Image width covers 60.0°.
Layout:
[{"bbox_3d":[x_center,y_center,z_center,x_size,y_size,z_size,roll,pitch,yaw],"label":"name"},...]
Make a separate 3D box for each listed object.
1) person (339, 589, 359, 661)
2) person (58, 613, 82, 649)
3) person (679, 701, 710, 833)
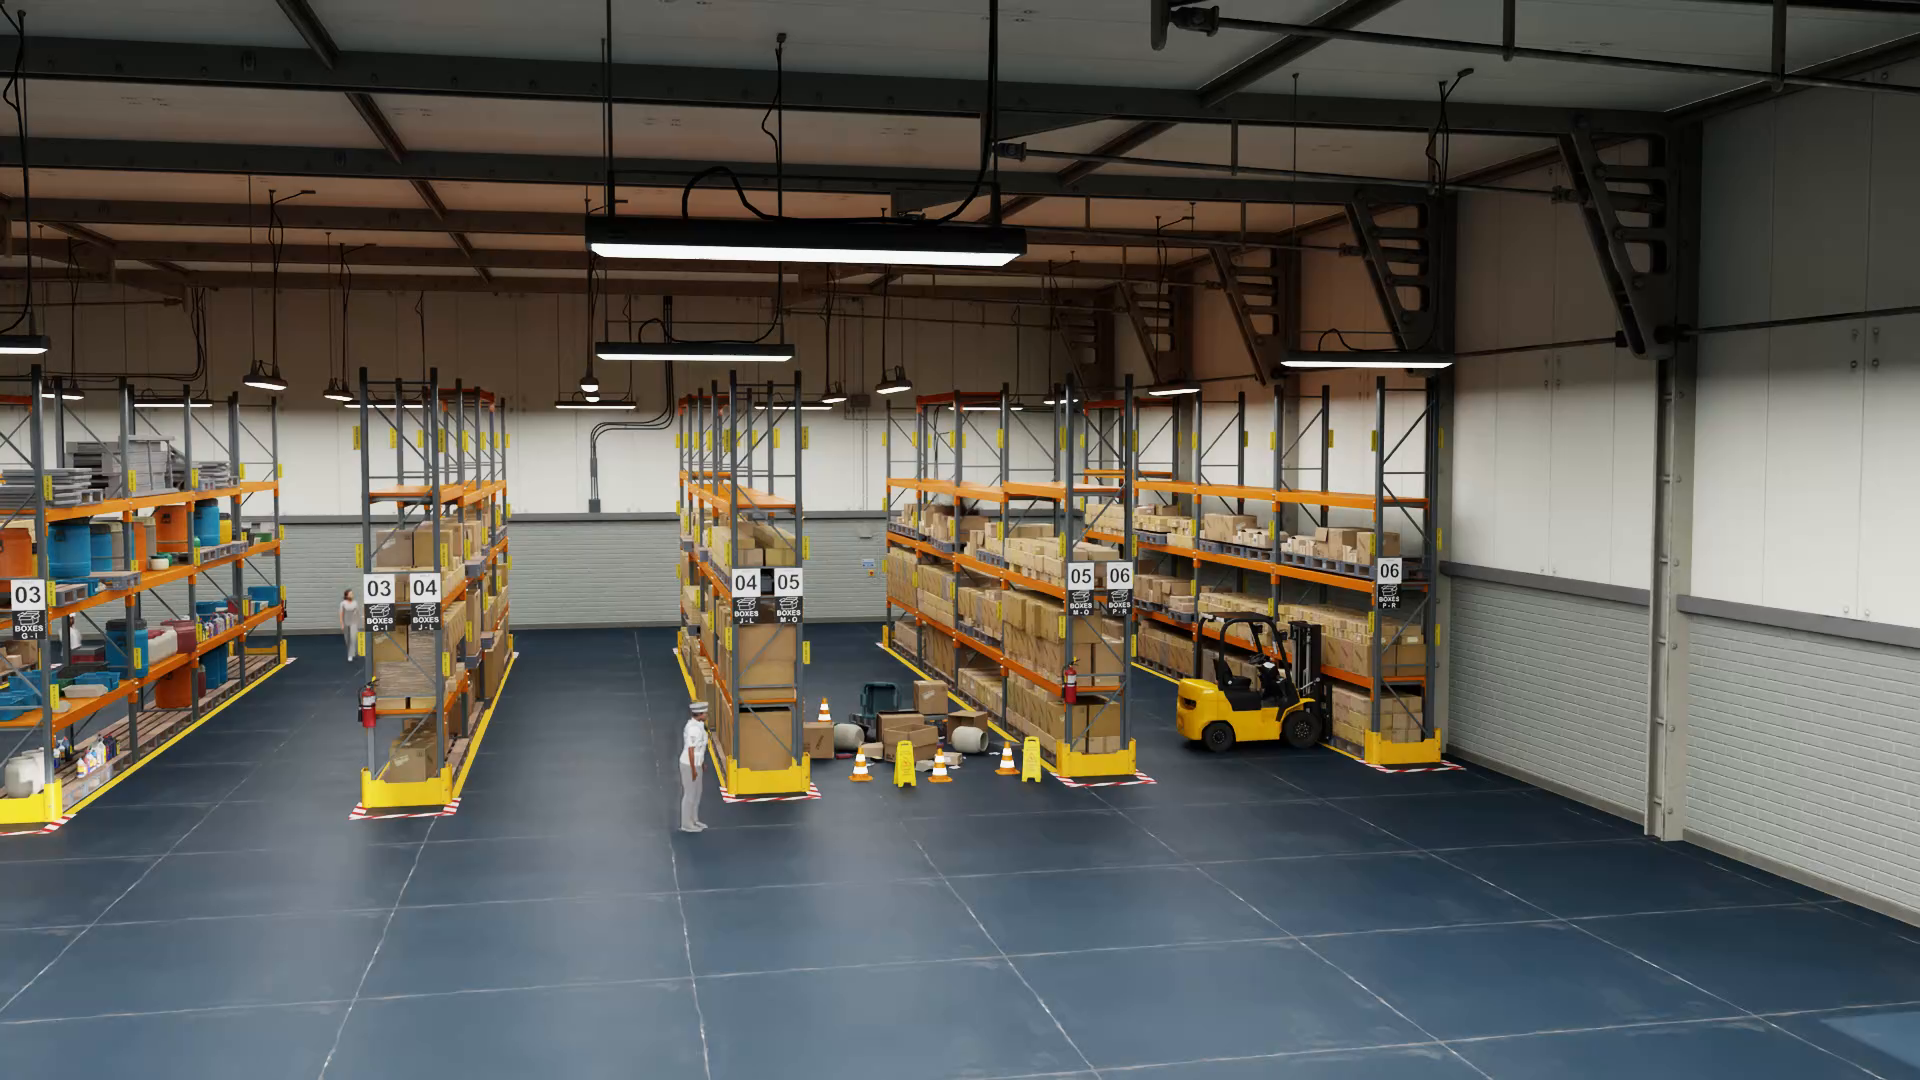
[{"bbox_3d":[-13.922,1.929,37.884,0.402,1.625,0.974,0,3,-7],"label":"person"},{"bbox_3d":[-16.965,2.221,31.767,0.418,1.769,0.589,-2,4,-26],"label":"person"},{"bbox_3d":[-3.407,2.908,21.361,0.399,1.669,0.470,0,3,0],"label":"person"}]
